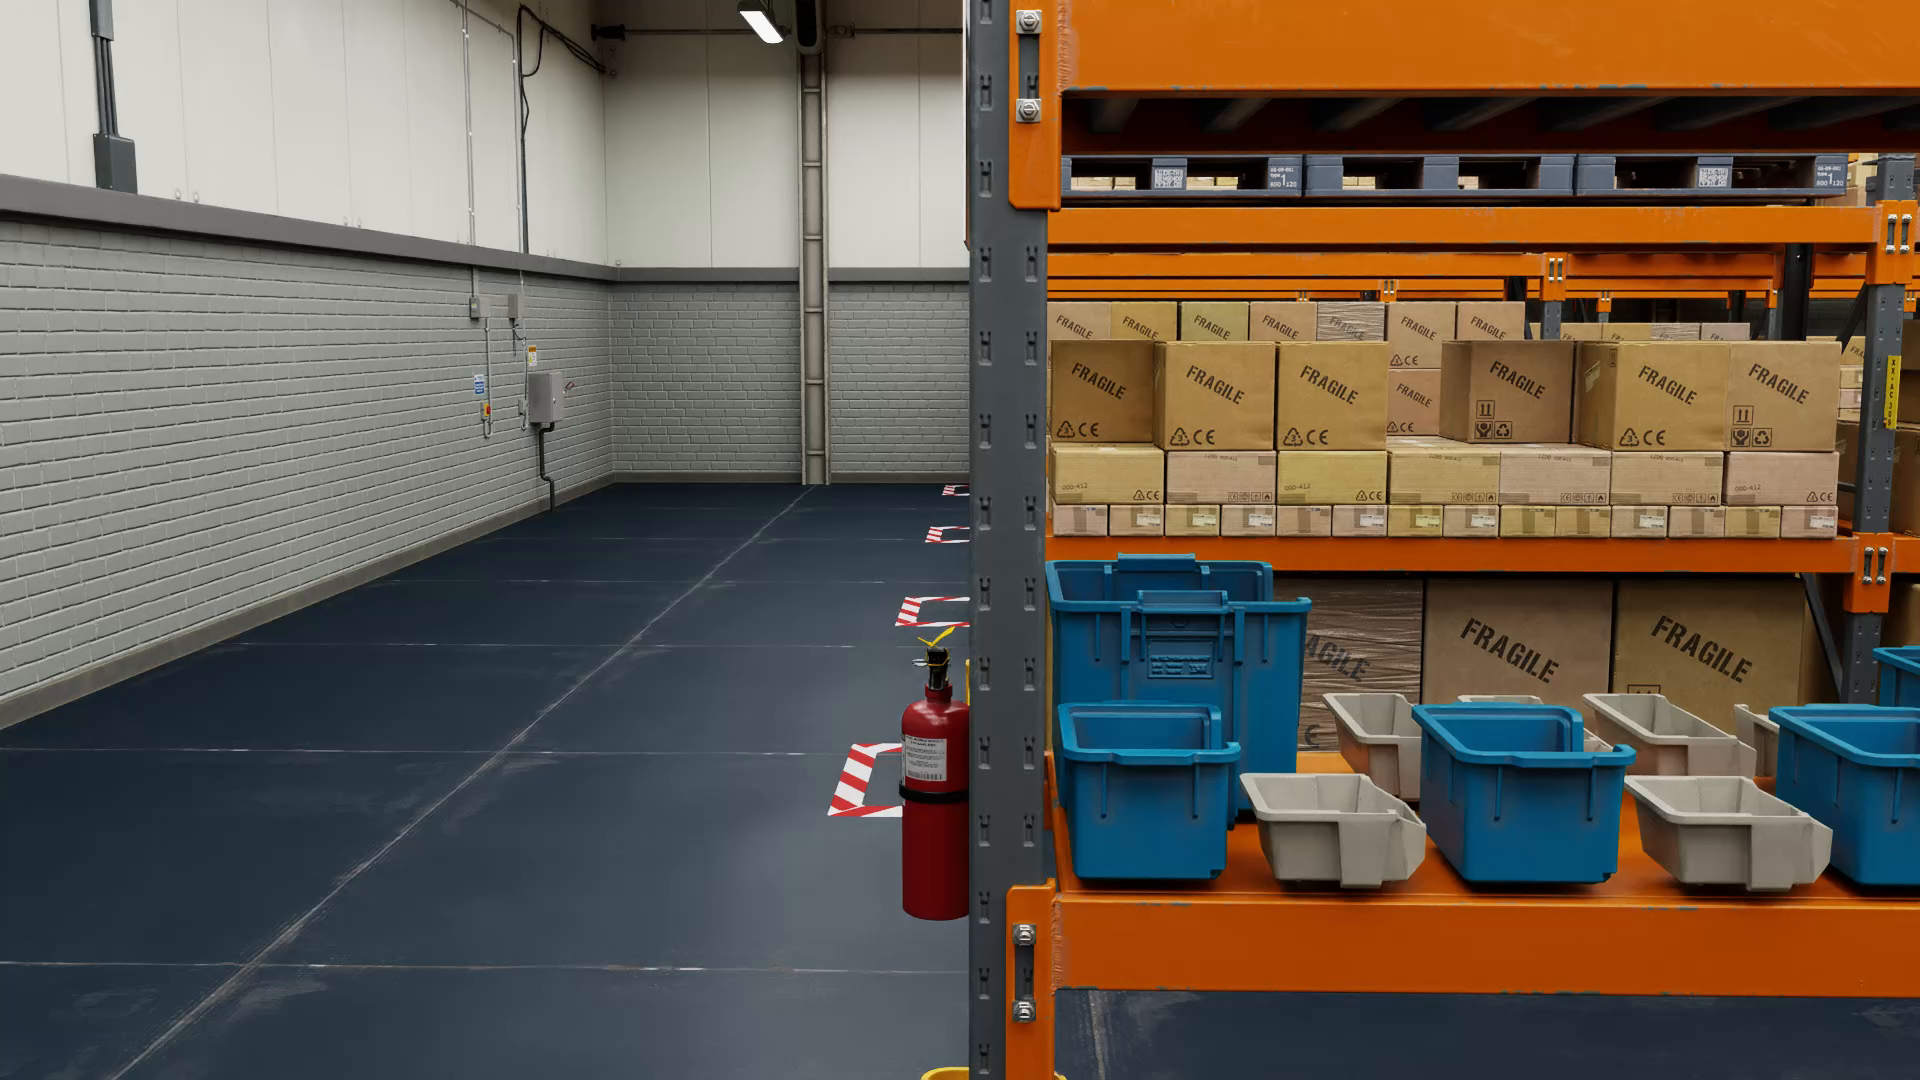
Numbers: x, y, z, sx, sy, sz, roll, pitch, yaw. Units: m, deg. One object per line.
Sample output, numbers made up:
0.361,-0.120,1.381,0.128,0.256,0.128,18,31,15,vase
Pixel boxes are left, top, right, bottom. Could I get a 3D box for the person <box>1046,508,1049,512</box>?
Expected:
0.877,0.194,11.710,0.911,1.172,0.430,-1,7,-10,person
